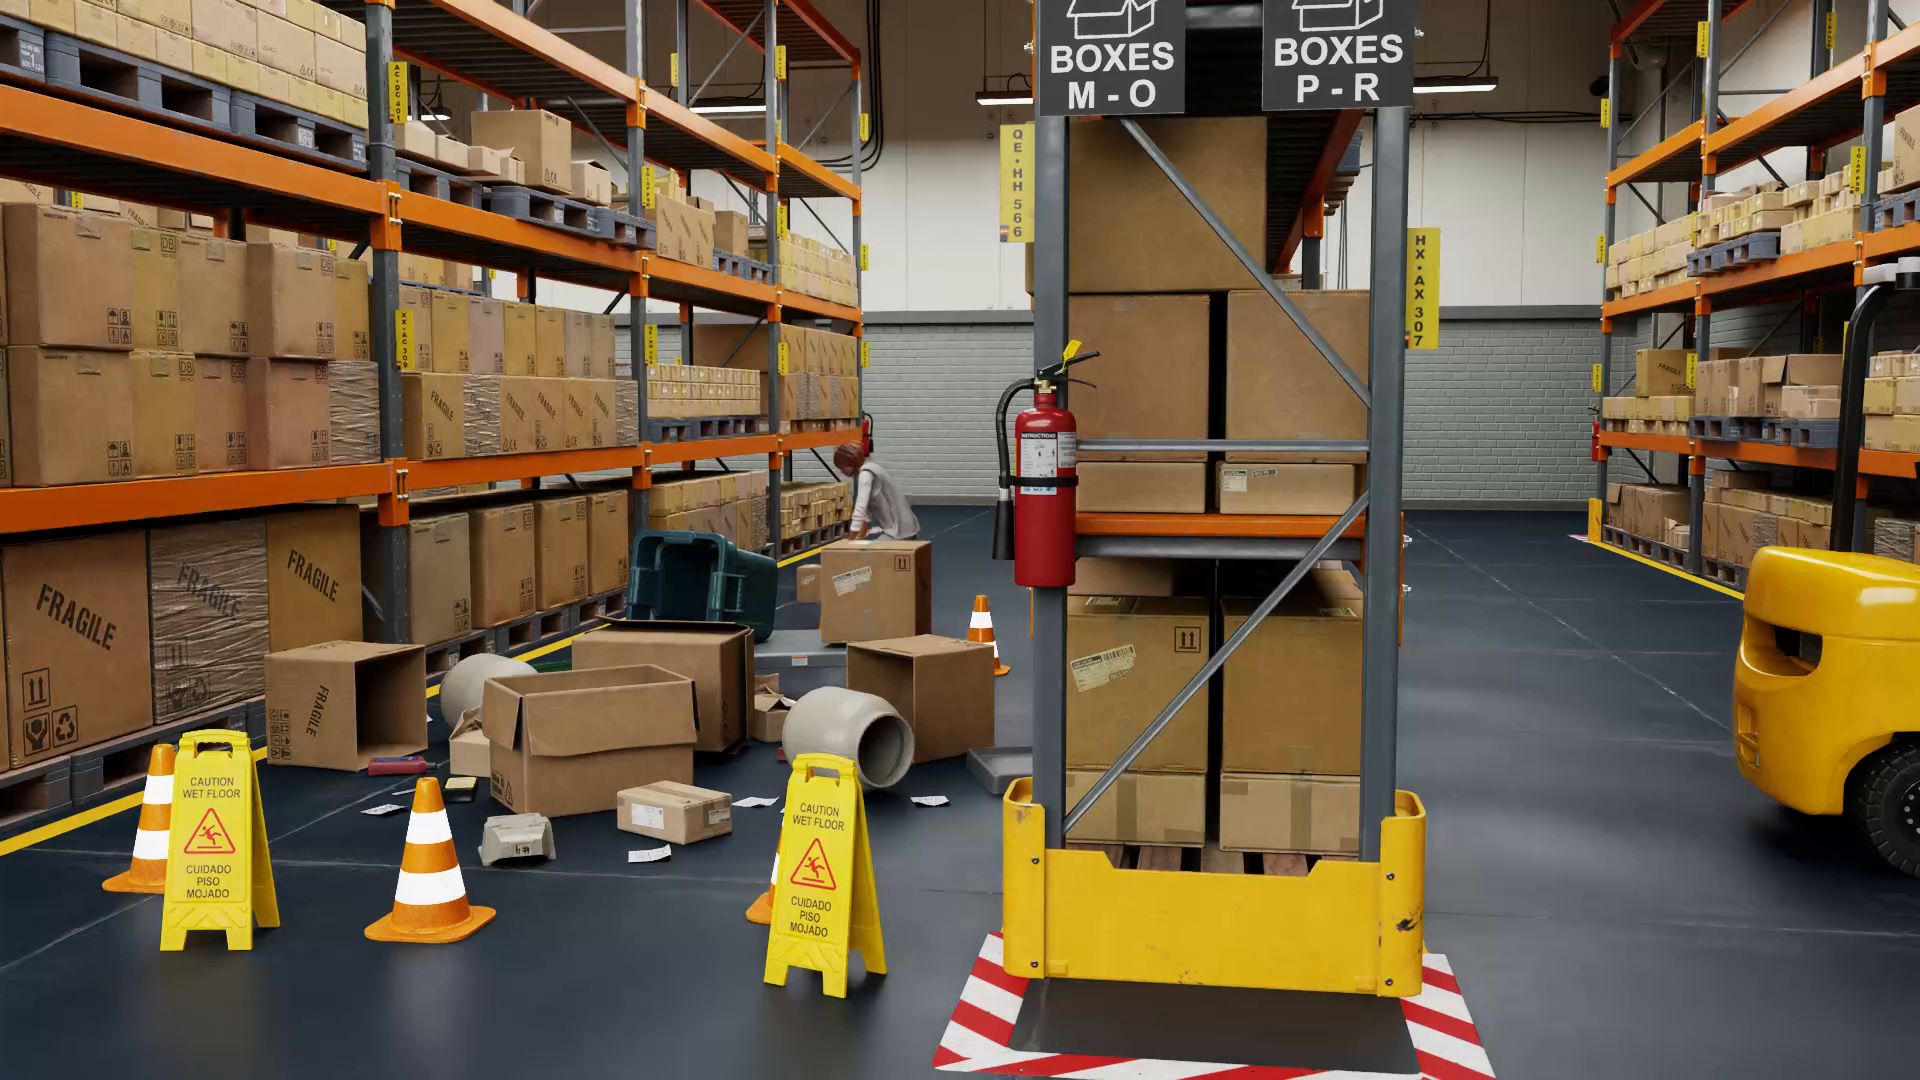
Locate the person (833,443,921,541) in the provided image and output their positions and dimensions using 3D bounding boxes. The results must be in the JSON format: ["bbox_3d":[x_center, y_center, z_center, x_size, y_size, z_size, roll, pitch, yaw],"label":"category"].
[{"bbox_3d":[-0.599,-0.012,11.925,0.621,1.336,0.461,1,5,9],"label":"person"}]
